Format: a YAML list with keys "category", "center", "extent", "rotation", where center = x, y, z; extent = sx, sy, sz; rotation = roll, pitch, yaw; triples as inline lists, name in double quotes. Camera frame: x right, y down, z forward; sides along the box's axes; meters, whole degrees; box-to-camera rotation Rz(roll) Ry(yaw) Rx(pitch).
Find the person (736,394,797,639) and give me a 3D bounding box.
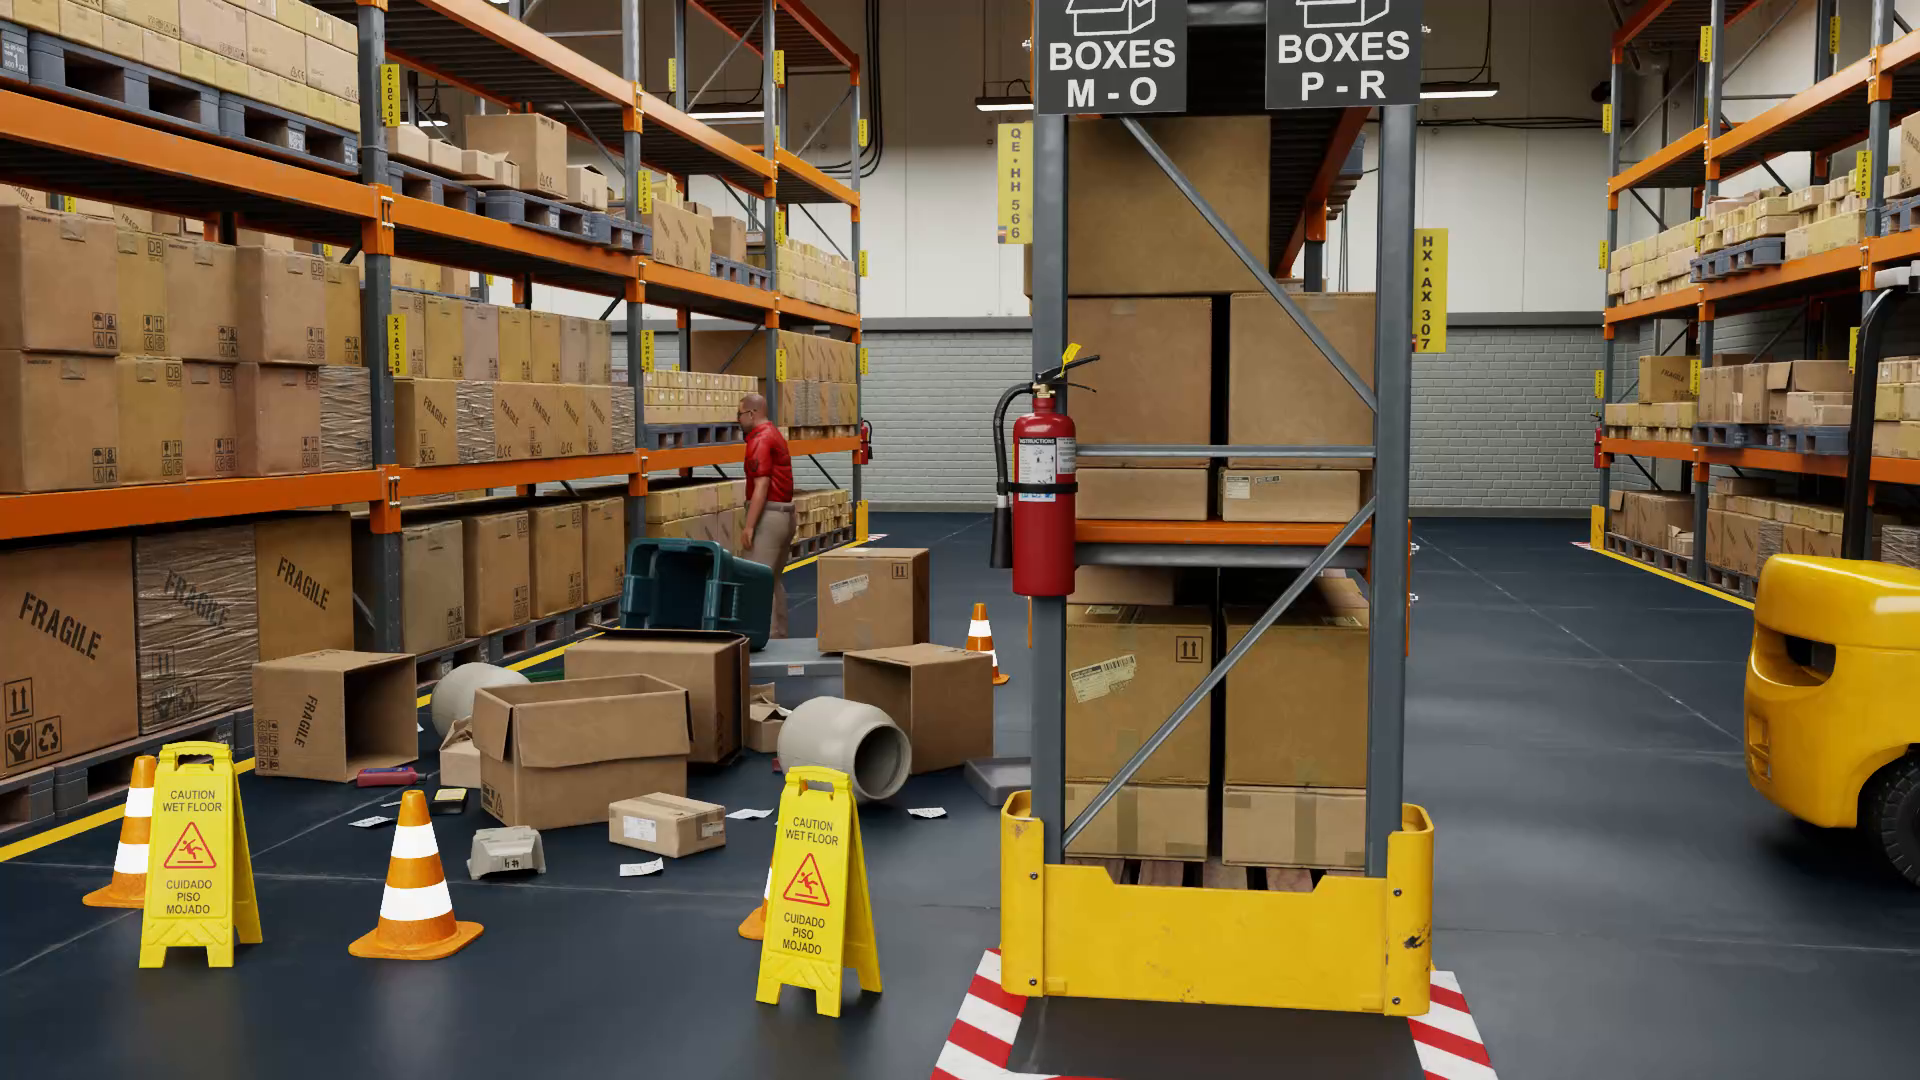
- category: "person"
  center: [-1.287, -0.091, 10.893]
  extent: [0.395, 1.727, 0.587]
  rotation: [1, 4, 9]
